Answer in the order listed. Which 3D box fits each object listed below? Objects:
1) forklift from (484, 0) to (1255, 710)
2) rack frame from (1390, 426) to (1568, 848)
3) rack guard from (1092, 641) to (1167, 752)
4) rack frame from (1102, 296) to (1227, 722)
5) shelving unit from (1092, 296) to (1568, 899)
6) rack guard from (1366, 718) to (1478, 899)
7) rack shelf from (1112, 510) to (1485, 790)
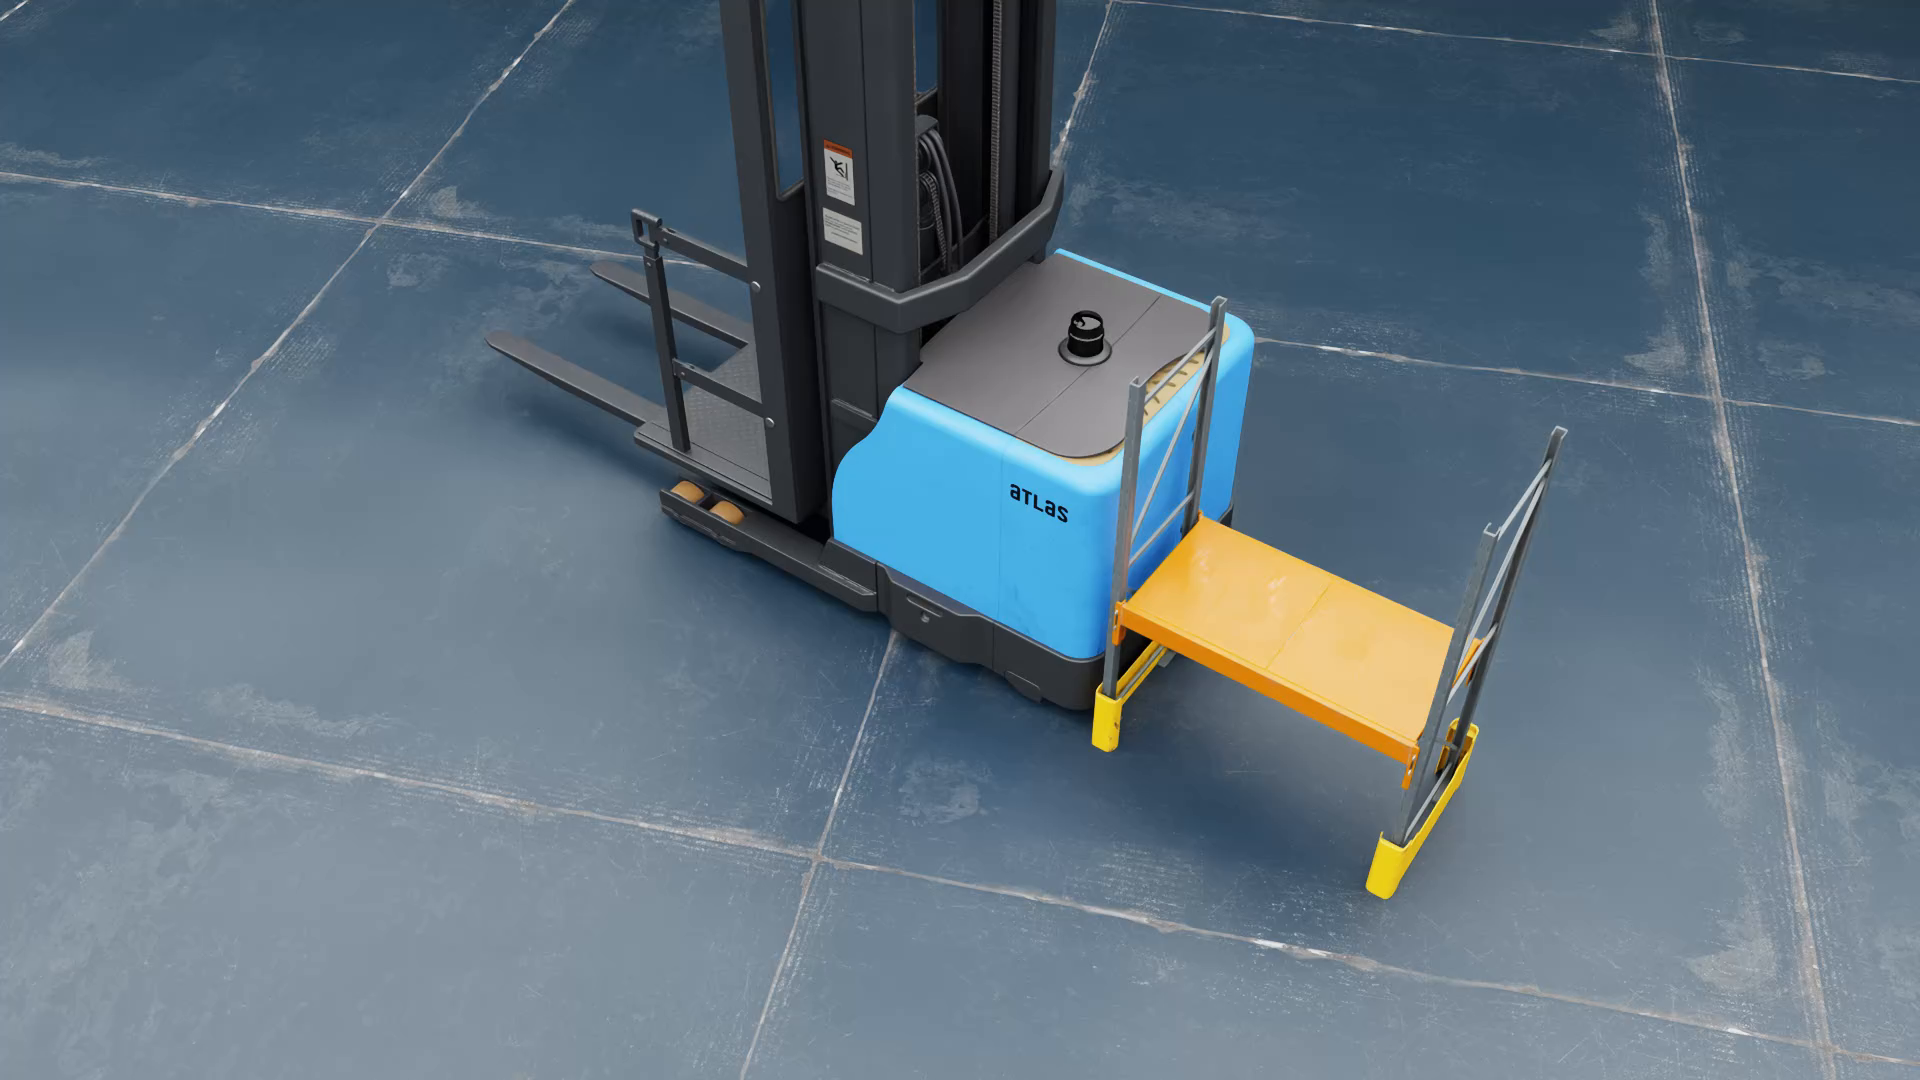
[{"bbox_3d":[-0.516,-1.308,5.495,3.031,2.935,1.130,26,50,24],"label":"forklift"},{"bbox_3d":[1.449,0.385,4.768,0.032,1.500,0.500,26,50,25],"label":"rack frame"},{"bbox_3d":[0.634,0.437,5.616,0.087,0.250,0.587,26,50,25],"label":"rack guard"},{"bbox_3d":[0.618,-0.021,5.191,0.032,1.500,0.500,26,50,25],"label":"rack frame"},{"bbox_3d":[1.041,0.186,4.976,1.083,1.500,0.587,26,50,25],"label":"shelving unit"},{"bbox_3d":[1.448,0.835,5.202,0.087,0.250,0.587,26,50,25],"label":"rack guard"},{"bbox_3d":[1.033,0.312,5.104,1.000,0.185,0.538,26,50,25],"label":"rack shelf"}]
